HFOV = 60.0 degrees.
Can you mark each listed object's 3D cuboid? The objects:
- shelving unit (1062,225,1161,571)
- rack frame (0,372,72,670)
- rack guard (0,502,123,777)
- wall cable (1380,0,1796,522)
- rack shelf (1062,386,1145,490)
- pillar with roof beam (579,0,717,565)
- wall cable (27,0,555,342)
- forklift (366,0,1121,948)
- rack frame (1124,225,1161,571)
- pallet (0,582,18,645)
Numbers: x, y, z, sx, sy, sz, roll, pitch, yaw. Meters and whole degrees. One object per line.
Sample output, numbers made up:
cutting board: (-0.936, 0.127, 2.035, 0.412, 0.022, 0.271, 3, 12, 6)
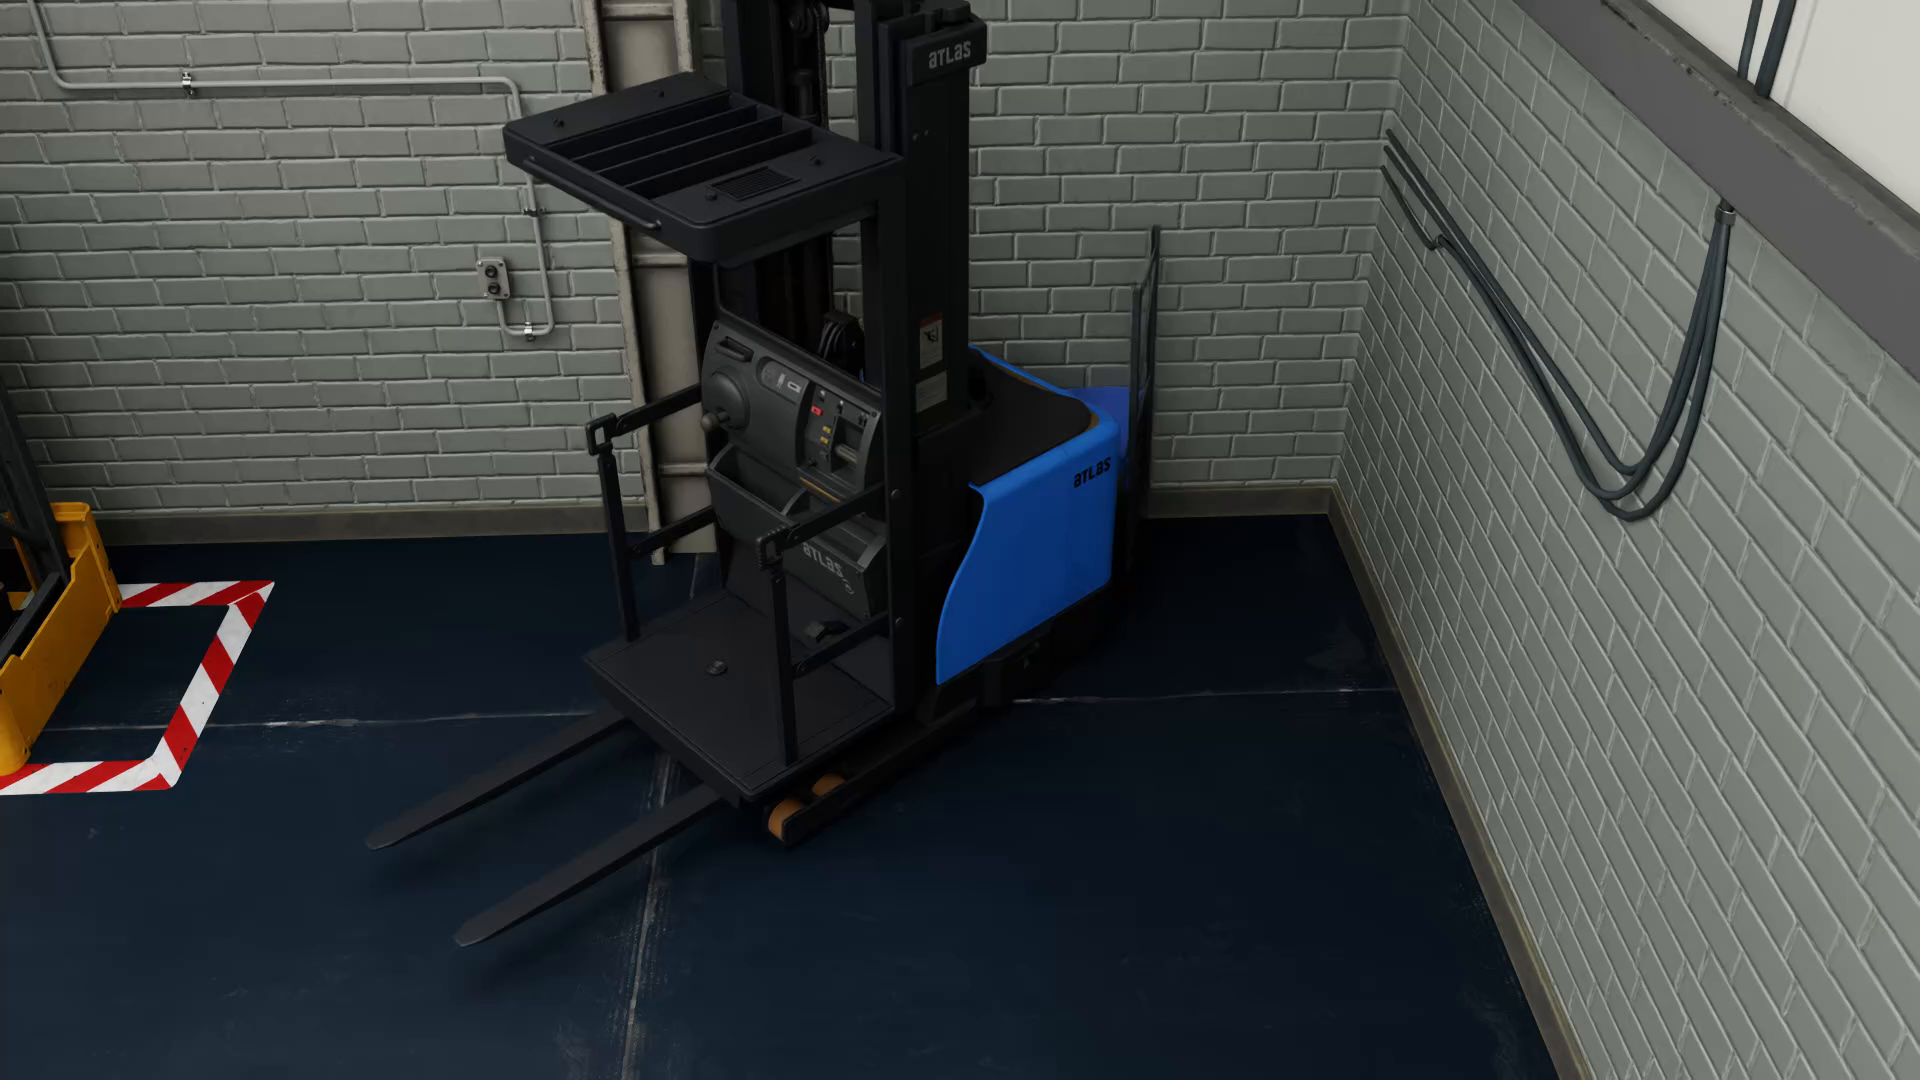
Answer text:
shelving unit: (0.297, -0.652, 7.331, 1.048, 1.500, 0.538, 8, 43, 12)
rack frame: (-3.868, -0.648, 6.051, 0.127, 3.000, 1.000, -2, 35, -2)
rack guard: (-3.844, 0.379, 6.763, 0.348, 0.500, 1.175, -2, 35, -2)
wall cable: (1.798, -1.788, 5.154, 0.112, 2.526, 3.097, -2, 35, -2)
rack shelf: (0.304, -0.517, 7.450, 1.000, 0.185, 0.538, 8, 43, 12)
pillar with roof beam: (-1.008, -1.232, 1.623, 0.400, 9.000, 9.100, -2, 35, -2)
wall cable: (-2.634, -1.638, 6.589, 1.851, 1.984, 0.084, -2, 35, -2)
forklift: (-0.762, -0.422, 5.784, 3.031, 2.935, 1.130, -29, 44, -35)
rack frame: (0.789, -0.585, 7.223, 0.032, 1.500, 0.500, 8, 43, 12)
pallet: (-4.663, 0.564, 6.749, 1.213, 0.211, 1.003, -2, 35, -2)
